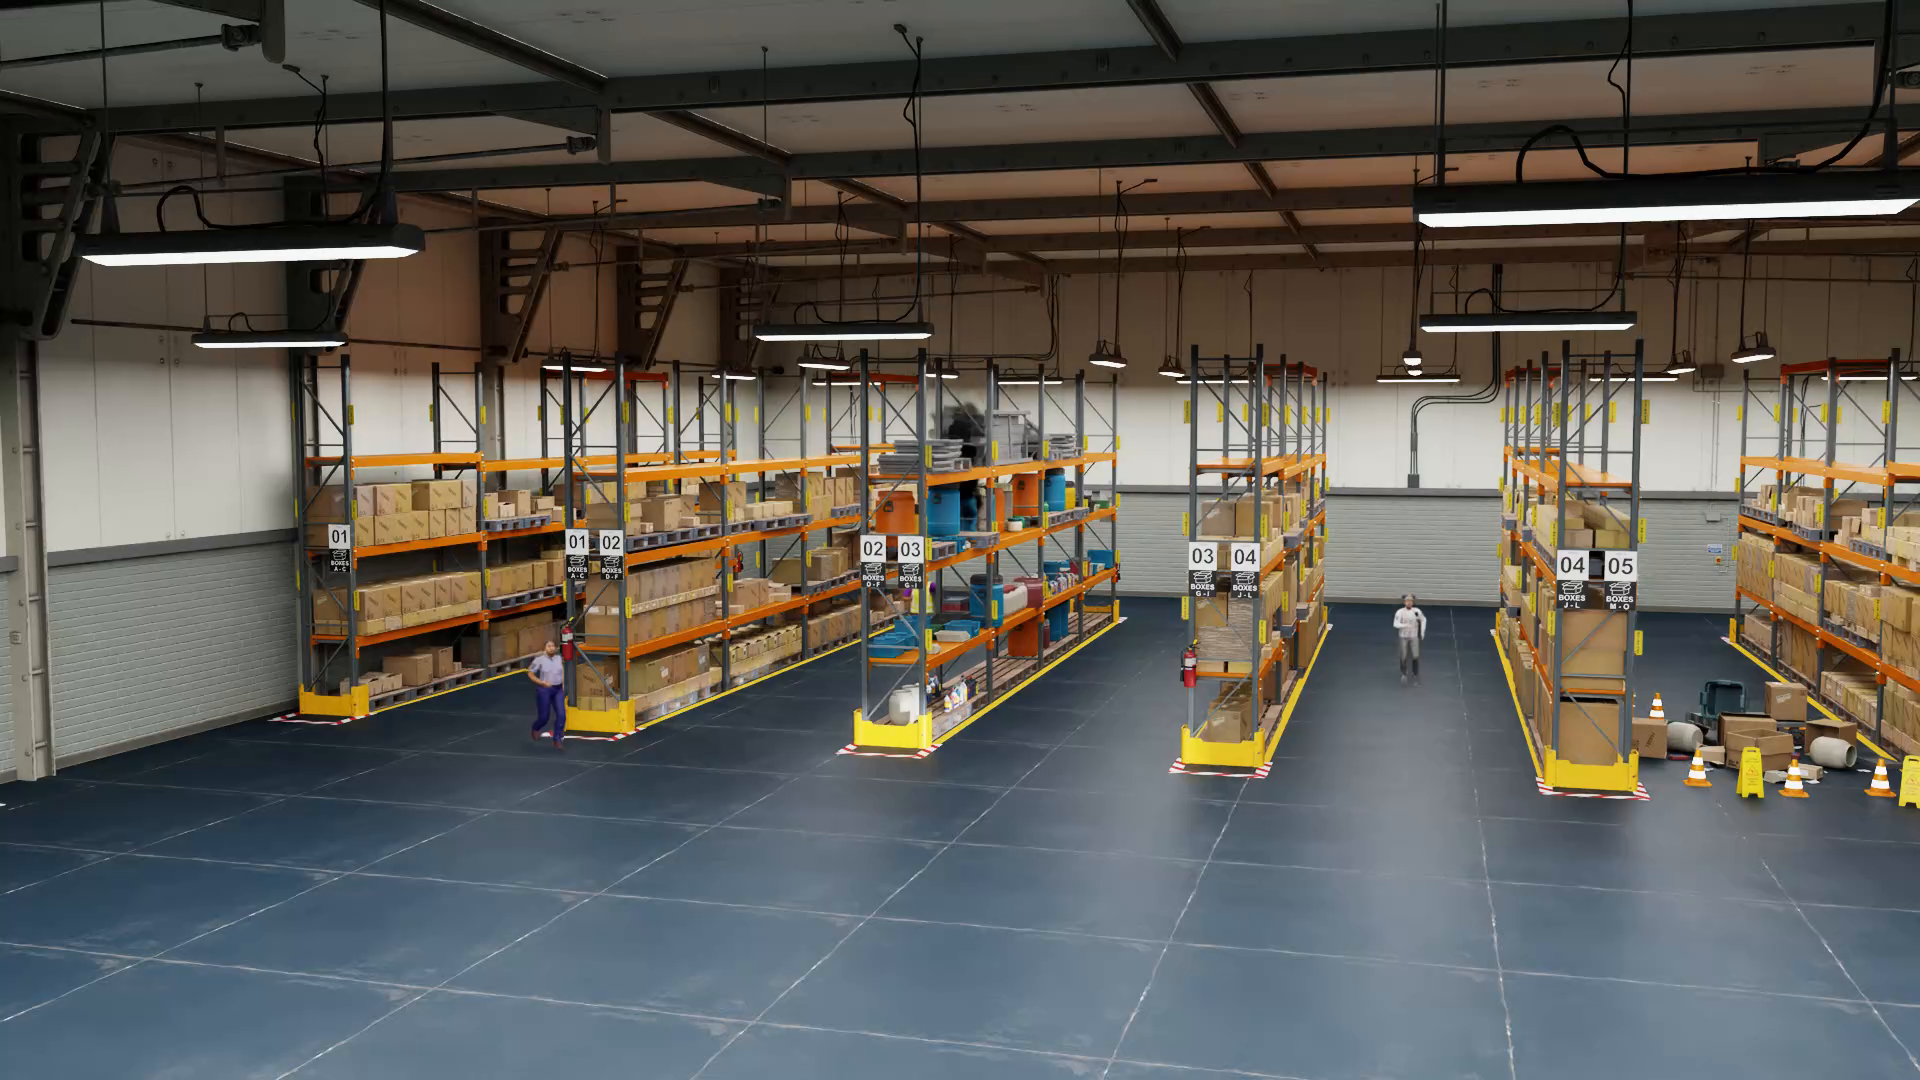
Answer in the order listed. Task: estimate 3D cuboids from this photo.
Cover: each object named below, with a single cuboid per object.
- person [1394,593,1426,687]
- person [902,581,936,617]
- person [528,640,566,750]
[{"bbox_3d":[8.341,1.853,30.842,0.595,1.744,0.715,1,4,12],"label":"person"},{"bbox_3d":[-0.756,1.441,31.971,0.703,1.839,0.788,1,4,14],"label":"person"},{"bbox_3d":[-6.219,2.331,25.117,0.608,1.661,0.717,-3,5,-38],"label":"person"}]
